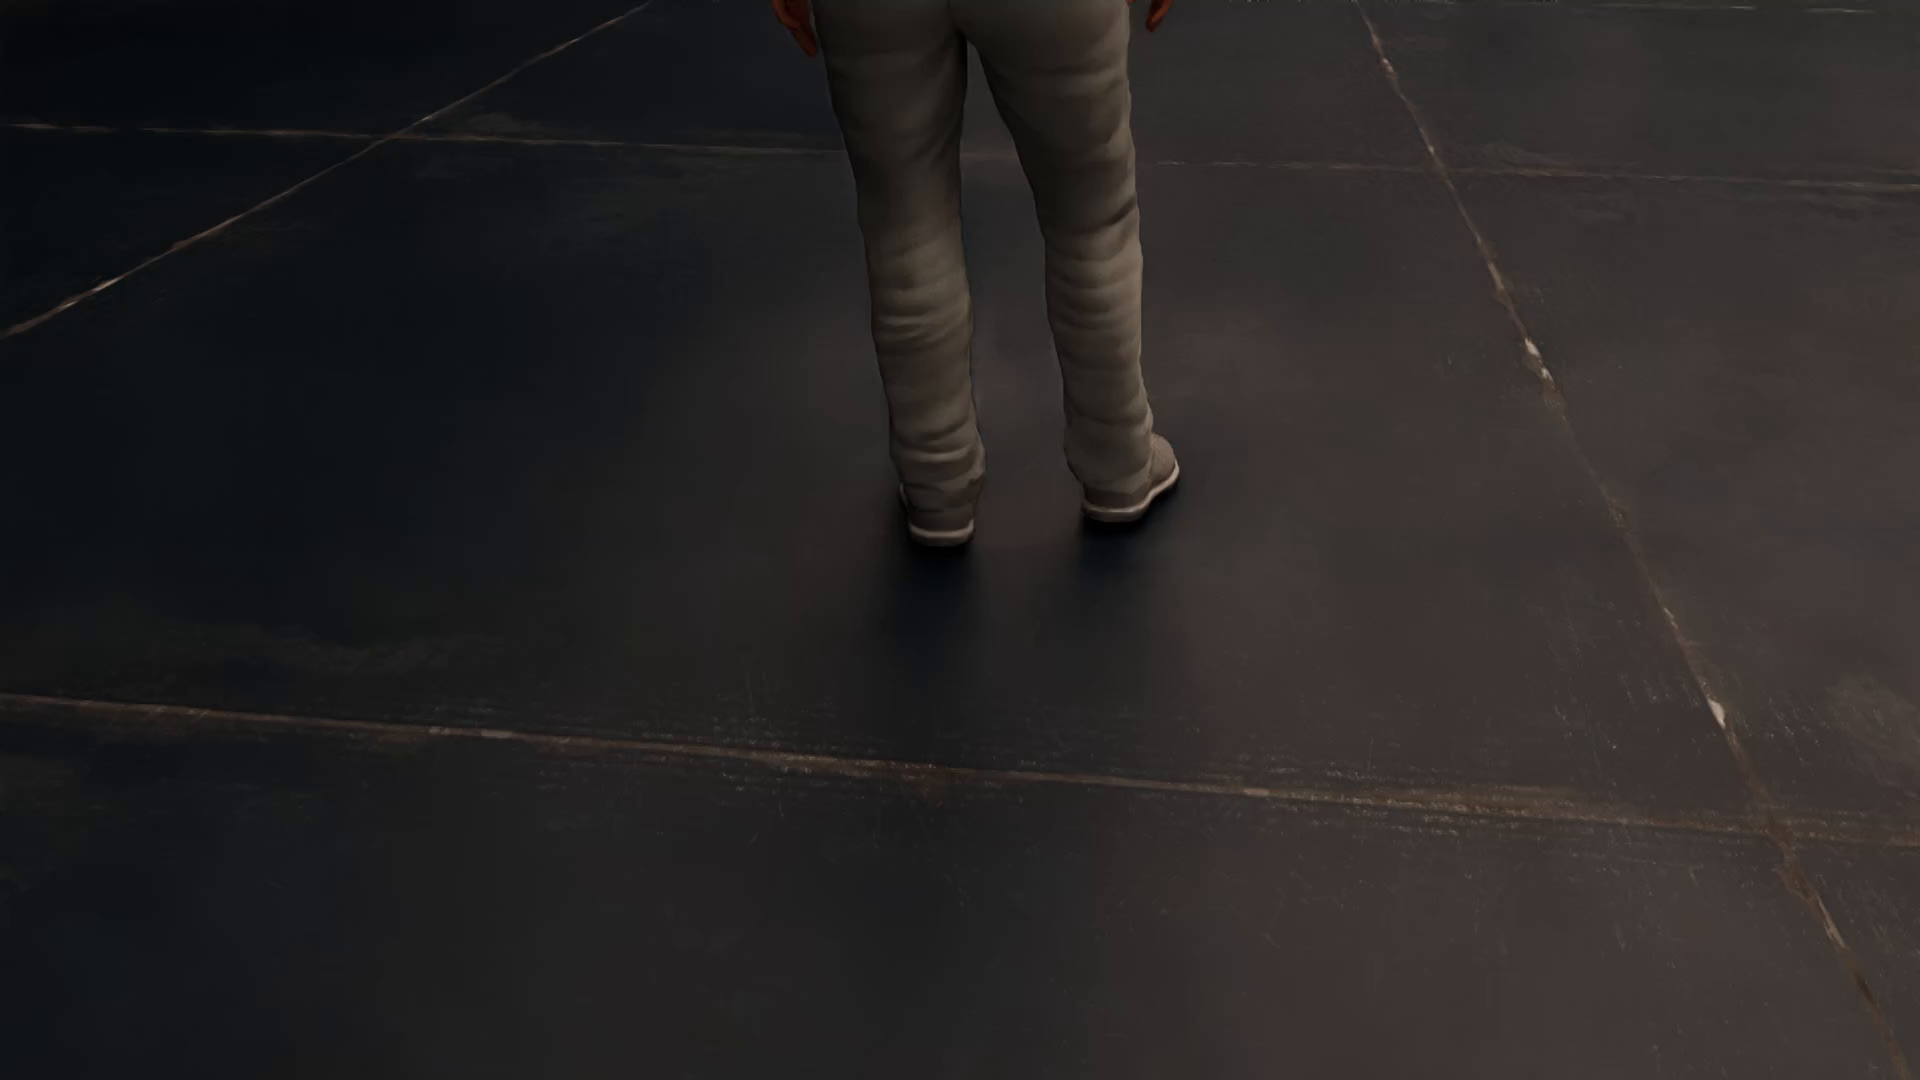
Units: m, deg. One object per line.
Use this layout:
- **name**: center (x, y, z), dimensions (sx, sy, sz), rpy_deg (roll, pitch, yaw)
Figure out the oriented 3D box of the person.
- **person**: center (0.033, -0.785, 2.190), dimensions (0.598, 1.669, 0.529), rpy_deg (3, 27, 7)
